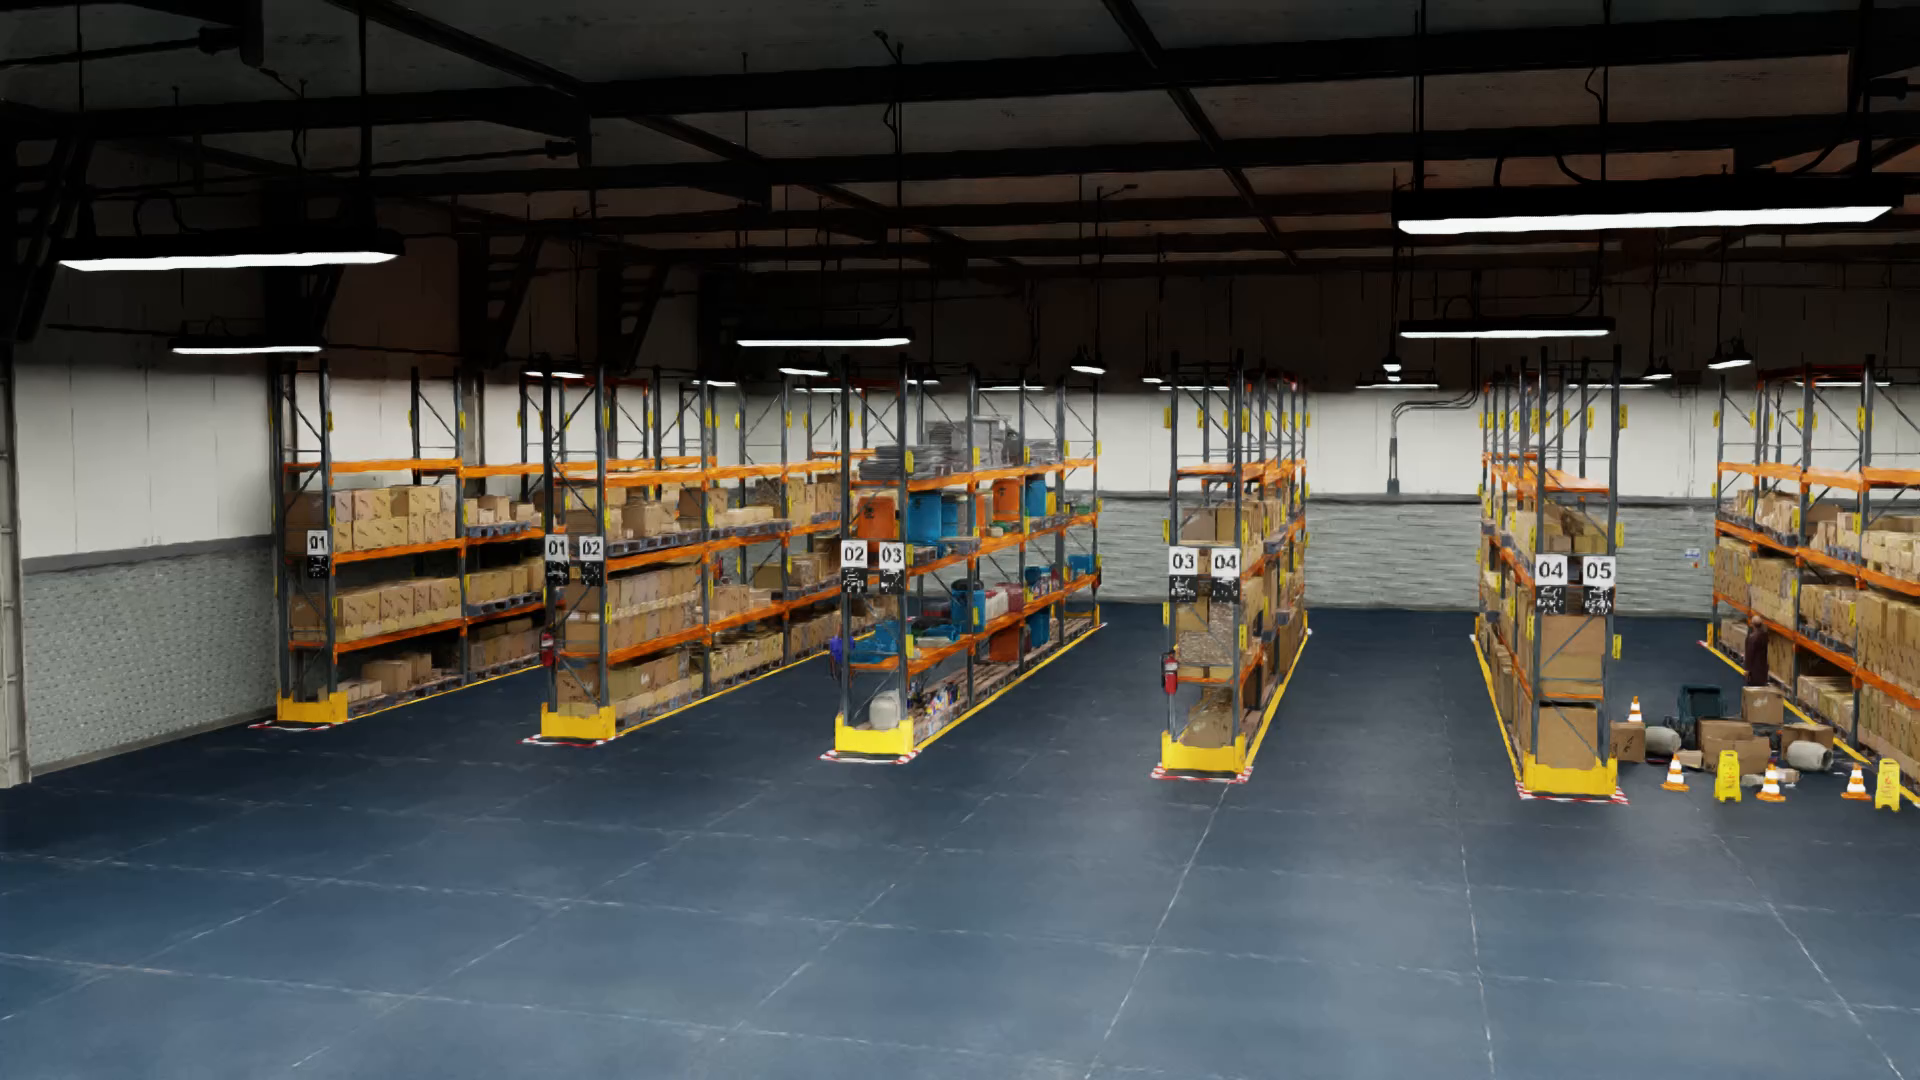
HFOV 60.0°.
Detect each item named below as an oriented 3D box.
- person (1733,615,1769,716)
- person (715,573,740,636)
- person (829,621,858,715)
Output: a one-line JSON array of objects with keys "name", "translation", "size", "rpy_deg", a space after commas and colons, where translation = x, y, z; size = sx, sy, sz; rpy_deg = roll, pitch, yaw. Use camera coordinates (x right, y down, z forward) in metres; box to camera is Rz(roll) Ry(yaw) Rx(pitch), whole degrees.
[{"name": "person", "translation": [13.099, 2.122, 27.462], "size": [0.648, 1.773, 0.692], "rpy_deg": [3, 5, 40]}, {"name": "person", "translation": [-5.051, 1.545, 36.201], "size": [0.540, 1.676, 1.120], "rpy_deg": [1, 4, 13]}, {"name": "person", "translation": [-2.011, 2.162, 28.333], "size": [0.447, 1.574, 1.088], "rpy_deg": [1, 4, 17]}]
